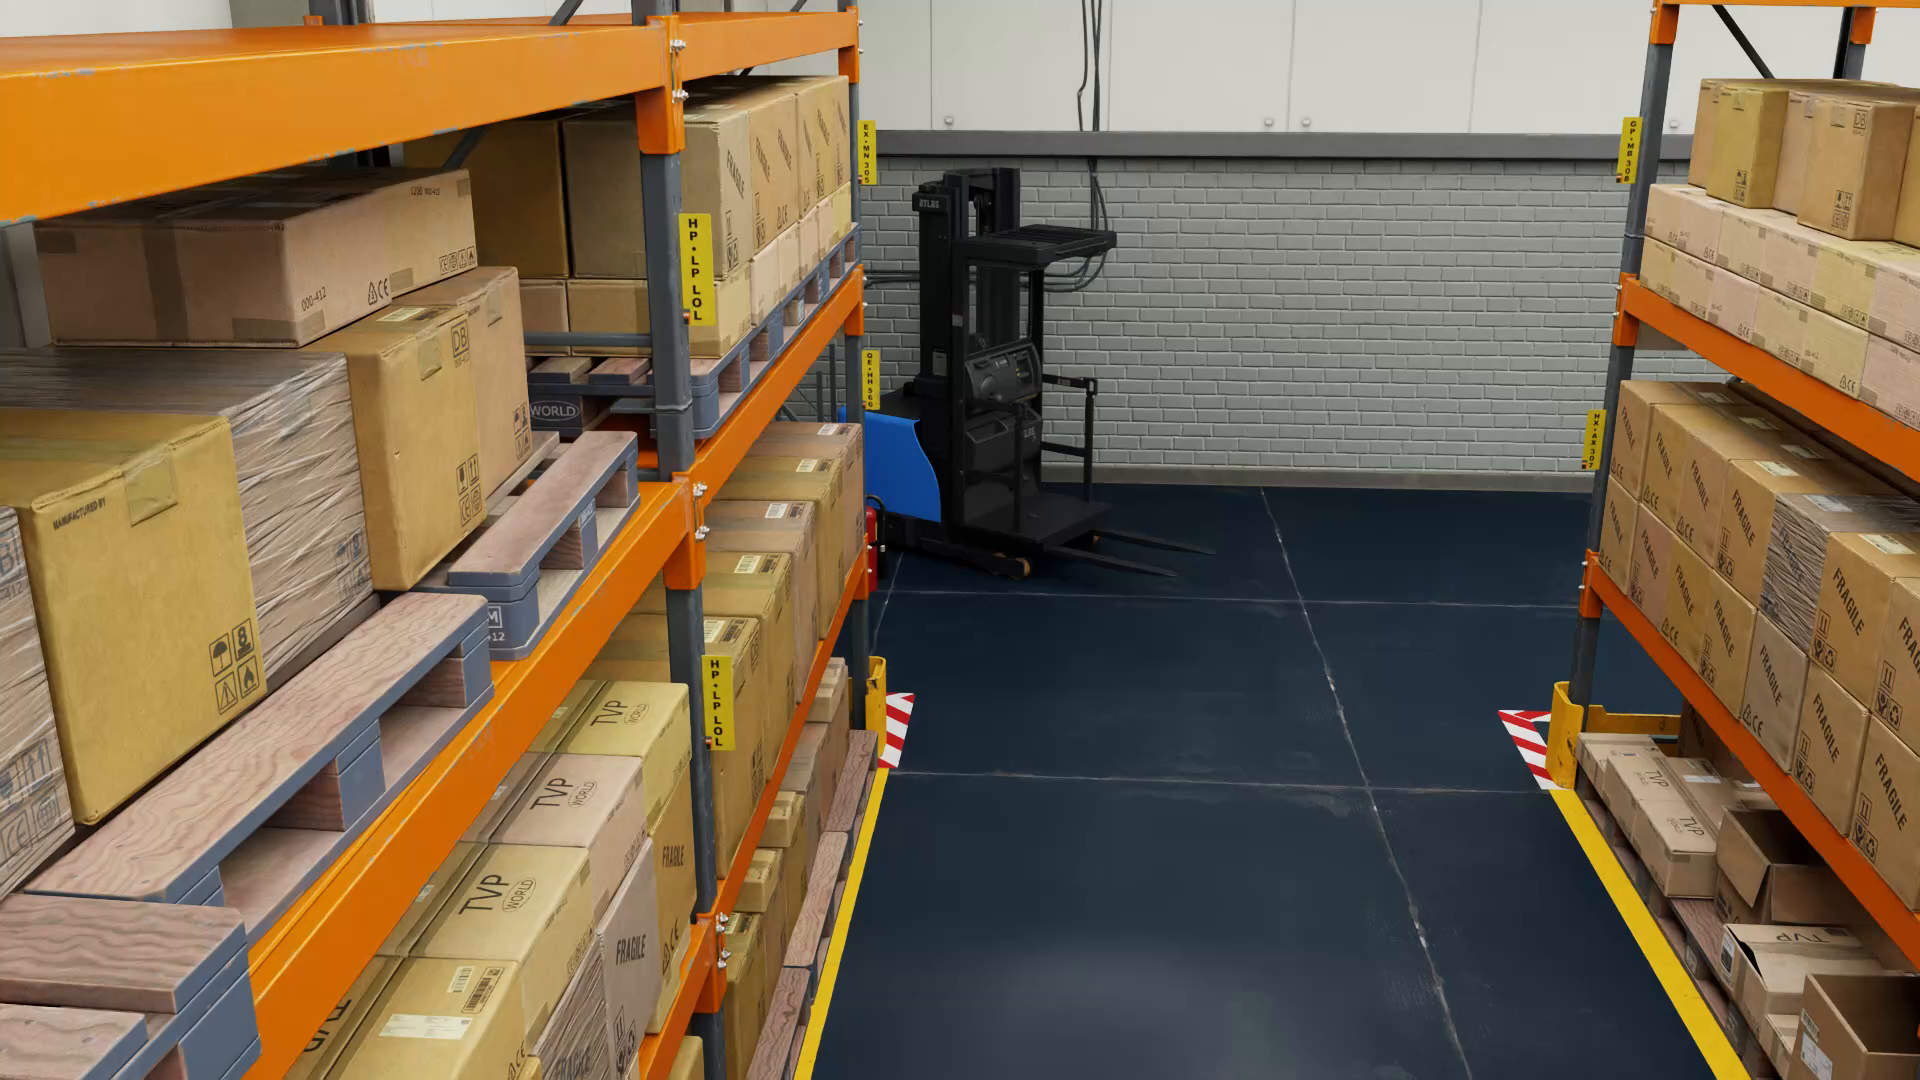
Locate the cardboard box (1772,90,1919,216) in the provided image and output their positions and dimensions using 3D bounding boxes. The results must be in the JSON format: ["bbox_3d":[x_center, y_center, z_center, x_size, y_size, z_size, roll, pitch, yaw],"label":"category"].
[{"bbox_3d":[3.845,-1.587,6.865,0.700,0.500,0.500,1,18,4],"label":"cardboard box"}]

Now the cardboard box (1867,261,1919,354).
[{"bbox_3d":[3.431,-0.771,5.581,0.500,0.250,0.500,1,18,4],"label":"cardboard box"}]

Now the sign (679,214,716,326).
[{"bbox_3d":[-0.771,-0.788,4.859,0.100,0.325,0.005,1,18,4],"label":"sign"}]

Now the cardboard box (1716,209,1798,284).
[{"bbox_3d":[3.546,-1.237,7.002,0.500,0.250,0.500,1,18,4],"label":"cardboard box"}]

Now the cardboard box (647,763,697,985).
[{"bbox_3d":[-1.095,0.974,4.963,0.500,0.500,0.500,1,18,3],"label":"cardboard box"}]

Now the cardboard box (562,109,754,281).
[{"bbox_3d":[-0.982,-1.150,5.498,0.500,0.500,0.500,1,18,3],"label":"cardboard box"}]

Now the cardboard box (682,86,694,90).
[{"bbox_3d":[-1.400,-1.635,6.979,0.500,0.500,0.500,1,18,4],"label":"cardboard box"}]

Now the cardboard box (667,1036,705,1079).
[{"bbox_3d":[-1.230,2.050,5.128,0.750,0.750,0.750,1,18,5],"label":"cardboard box"}]

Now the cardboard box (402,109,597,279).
[{"bbox_3d":[-1.496,-1.157,5.520,0.500,0.500,0.500,1,18,3],"label":"cardboard box"}]

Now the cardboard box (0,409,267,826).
[{"bbox_3d":[-1.584,0.094,2.634,0.700,0.500,0.500,2,18,7],"label":"cardboard box"}]

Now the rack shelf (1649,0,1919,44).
[{"bbox_3d":[3.771,-1.996,6.223,1.077,0.370,4.000,1,18,4],"label":"rack shelf"}]

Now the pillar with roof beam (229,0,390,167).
[{"bbox_3d":[2.168,-1.968,4.978,9.100,9.000,0.400,1,18,4],"label":"pillar with roof beam"}]

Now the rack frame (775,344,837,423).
[{"bbox_3d":[-1.262,-0.869,13.667,0.500,1.500,0.032,0,18,1],"label":"rack frame"}]

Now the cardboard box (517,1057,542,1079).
[{"bbox_3d":[-1.197,1.444,3.530,0.500,0.500,0.500,2,18,5],"label":"cardboard box"}]

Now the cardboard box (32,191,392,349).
[{"bbox_3d":[-1.532,-0.573,3.466,0.500,0.250,0.500,1,18,2],"label":"cardboard box"}]

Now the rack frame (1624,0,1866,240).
[{"bbox_3d":[3.915,-2.961,8.006,1.000,3.000,0.127,1,18,4],"label":"rack frame"}]

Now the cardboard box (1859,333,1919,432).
[{"bbox_3d":[3.444,-0.534,5.658,0.500,0.250,0.500,1,18,4],"label":"cardboard box"}]

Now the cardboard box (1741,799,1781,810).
[{"bbox_3d":[4.024,1.457,7.870,0.500,0.250,0.500,1,18,4],"label":"cardboard box"}]

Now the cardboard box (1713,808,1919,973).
[{"bbox_3d":[3.758,1.526,7.251,0.797,0.503,0.637,1,18,4],"label":"cardboard box"}]

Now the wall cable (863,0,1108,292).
[{"bbox_3d":[-0.264,-3.343,14.160,3.097,2.526,0.112,1,18,4],"label":"wall cable"}]

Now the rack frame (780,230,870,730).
[{"bbox_3d":[-1.026,-0.219,9.275,1.000,3.000,0.127,1,18,4],"label":"rack frame"}]

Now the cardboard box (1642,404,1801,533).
[{"bbox_3d":[3.590,-0.338,7.871,0.500,0.500,0.500,1,18,4],"label":"cardboard box"}]

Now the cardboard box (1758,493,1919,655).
[{"bbox_3d":[3.476,0.131,6.438,0.500,0.500,0.500,1,18,4],"label":"cardboard box"}]

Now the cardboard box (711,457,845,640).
[{"bbox_3d":[-1.094,0.023,8.053,0.980,0.700,0.700,1,18,3],"label":"cardboard box"}]

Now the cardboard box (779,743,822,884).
[{"bbox_3d":[-1.048,1.300,7.977,0.700,0.500,0.500,1,18,2],"label":"cardboard box"}]

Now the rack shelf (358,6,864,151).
[{"bbox_3d":[-1.170,-1.917,6.619,1.077,0.370,4.000,1,18,4],"label":"rack shelf"}]

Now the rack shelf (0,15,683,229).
[{"bbox_3d":[-1.456,-0.675,2.828,1.077,0.370,4.000,1,18,4],"label":"rack shelf"}]

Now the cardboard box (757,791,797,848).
[{"bbox_3d":[-0.913,1.209,7.215,0.380,0.149,0.250,1,18,2],"label":"cardboard box"}]

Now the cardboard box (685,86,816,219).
[{"bbox_3d":[-0.882,-1.626,6.952,0.500,0.500,0.500,0,18,1],"label":"cardboard box"}]

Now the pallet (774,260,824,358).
[{"bbox_3d":[-1.154,-0.992,6.958,1.003,0.211,1.213,1,18,4],"label":"pallet"}]

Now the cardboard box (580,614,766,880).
[{"bbox_3d":[-1.258,0.713,5.949,0.980,0.700,0.700,2,18,5],"label":"cardboard box"}]

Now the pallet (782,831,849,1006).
[{"bbox_3d":[-1.096,1.734,7.792,1.003,0.211,1.213,1,18,4],"label":"pallet"}]

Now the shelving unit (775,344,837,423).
[{"bbox_3d":[-1.272,-0.711,13.184,0.538,1.500,1.048,0,18,1],"label":"shelving unit"}]

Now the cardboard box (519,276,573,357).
[{"bbox_3d":[-1.498,-0.796,5.623,0.500,0.250,0.500,1,18,4],"label":"cardboard box"}]

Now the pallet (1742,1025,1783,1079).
[{"bbox_3d":[3.678,2.245,6.234,1.003,0.211,1.213,1,18,4],"label":"pallet"}]

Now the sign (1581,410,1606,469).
[{"bbox_3d":[3.374,-0.533,8.843,0.100,0.325,0.005,1,18,4],"label":"sign"}]

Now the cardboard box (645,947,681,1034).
[{"bbox_3d":[-1.049,1.323,4.939,0.380,0.149,0.250,2,18,5],"label":"cardboard box"}]

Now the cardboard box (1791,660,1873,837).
[{"bbox_3d":[3.444,0.764,6.114,0.500,0.500,0.500,2,18,5],"label":"cardboard box"}]

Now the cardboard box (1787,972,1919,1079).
[{"bbox_3d":[3.386,1.928,6.029,0.500,0.500,0.500,1,18,4],"label":"cardboard box"}]

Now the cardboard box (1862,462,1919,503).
[{"bbox_3d":[4.052,-0.010,6.871,0.500,0.500,0.500,2,18,6],"label":"cardboard box"}]

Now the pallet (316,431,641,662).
[{"bbox_3d":[-1.330,-0.025,4.174,0.805,0.209,1.217,1,18,2],"label":"pallet"}]

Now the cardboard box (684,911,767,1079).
[{"bbox_3d":[-1.157,1.782,6.509,0.700,0.500,0.500,2,18,5],"label":"cardboard box"}]

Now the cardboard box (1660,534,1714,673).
[{"bbox_3d":[3.549,0.291,7.557,0.500,0.500,0.500,1,18,4],"label":"cardboard box"}]

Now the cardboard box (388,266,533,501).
[{"bbox_3d":[-1.486,-0.388,4.105,0.700,0.500,0.500,0,18,1],"label":"cardboard box"}]

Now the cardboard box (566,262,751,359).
[{"bbox_3d":[-1.001,-0.787,5.595,0.500,0.250,0.500,1,18,4],"label":"cardboard box"}]

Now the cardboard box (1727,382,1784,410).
[{"bbox_3d":[4.157,-0.488,8.329,0.500,0.500,0.500,1,18,3],"label":"cardboard box"}]

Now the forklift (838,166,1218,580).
[{"bbox_3d":[0.506,-1.280,12.622,3.031,2.935,1.130,13,22,34],"label":"forklift"}]

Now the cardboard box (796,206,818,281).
[{"bbox_3d":[-0.883,-1.264,7.051,0.500,0.250,0.500,1,18,2],"label":"cardboard box"}]

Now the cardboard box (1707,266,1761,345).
[{"bbox_3d":[3.541,-1.000,7.080,0.500,0.250,0.500,1,18,4],"label":"cardboard box"}]

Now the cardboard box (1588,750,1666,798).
[{"bbox_3d":[3.524,1.228,8.703,0.380,0.166,0.250,1,18,4],"label":"cardboard box"}]
